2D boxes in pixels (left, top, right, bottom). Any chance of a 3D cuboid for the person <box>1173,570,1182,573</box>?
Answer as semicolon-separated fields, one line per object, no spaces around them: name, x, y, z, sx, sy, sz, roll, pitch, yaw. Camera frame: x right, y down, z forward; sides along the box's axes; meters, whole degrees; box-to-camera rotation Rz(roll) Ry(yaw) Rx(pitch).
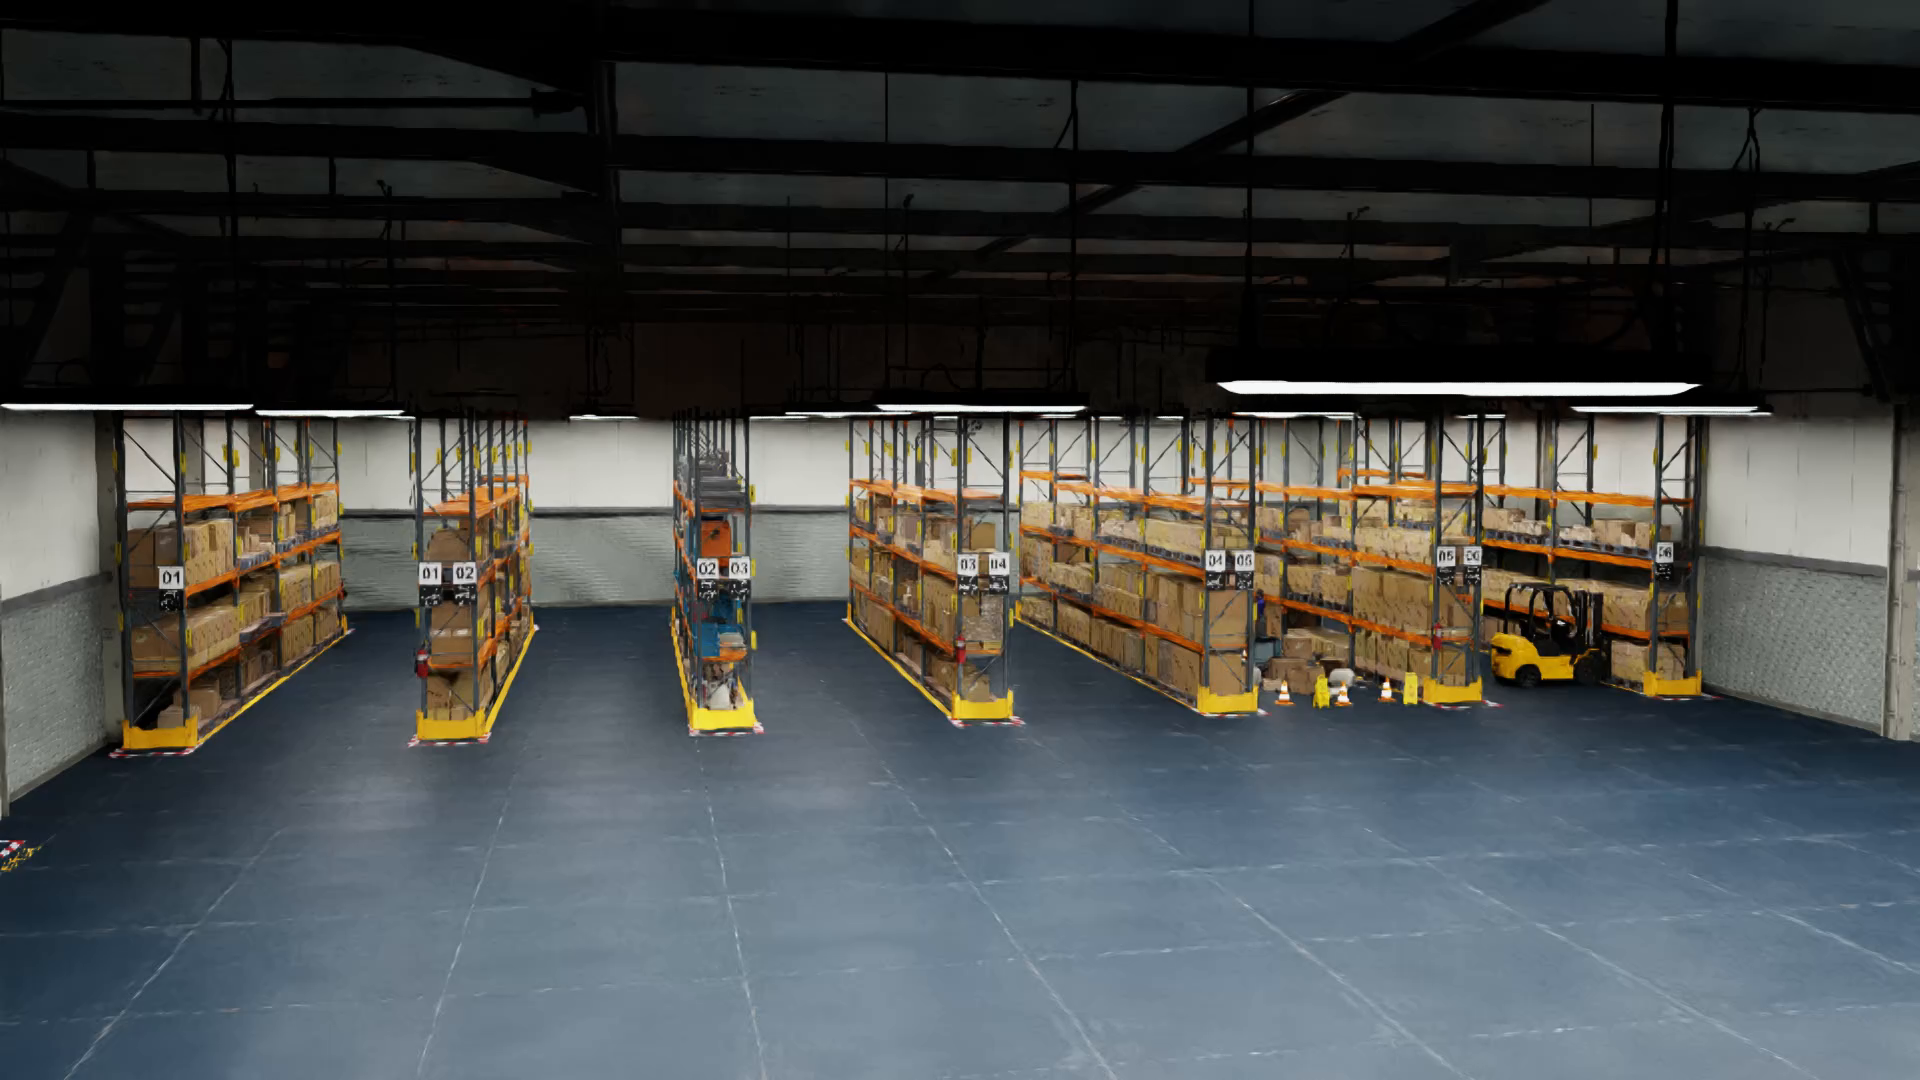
person;6.125;1.486;47.115;0.584;1.748;0.653;1;4;18

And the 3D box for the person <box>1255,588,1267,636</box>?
person;7.292;2.000;40.568;0.556;1.650;0.572;1;4;13

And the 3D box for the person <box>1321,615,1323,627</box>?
person;9.676;1.592;45.362;0.494;1.785;0.616;1;4;18
